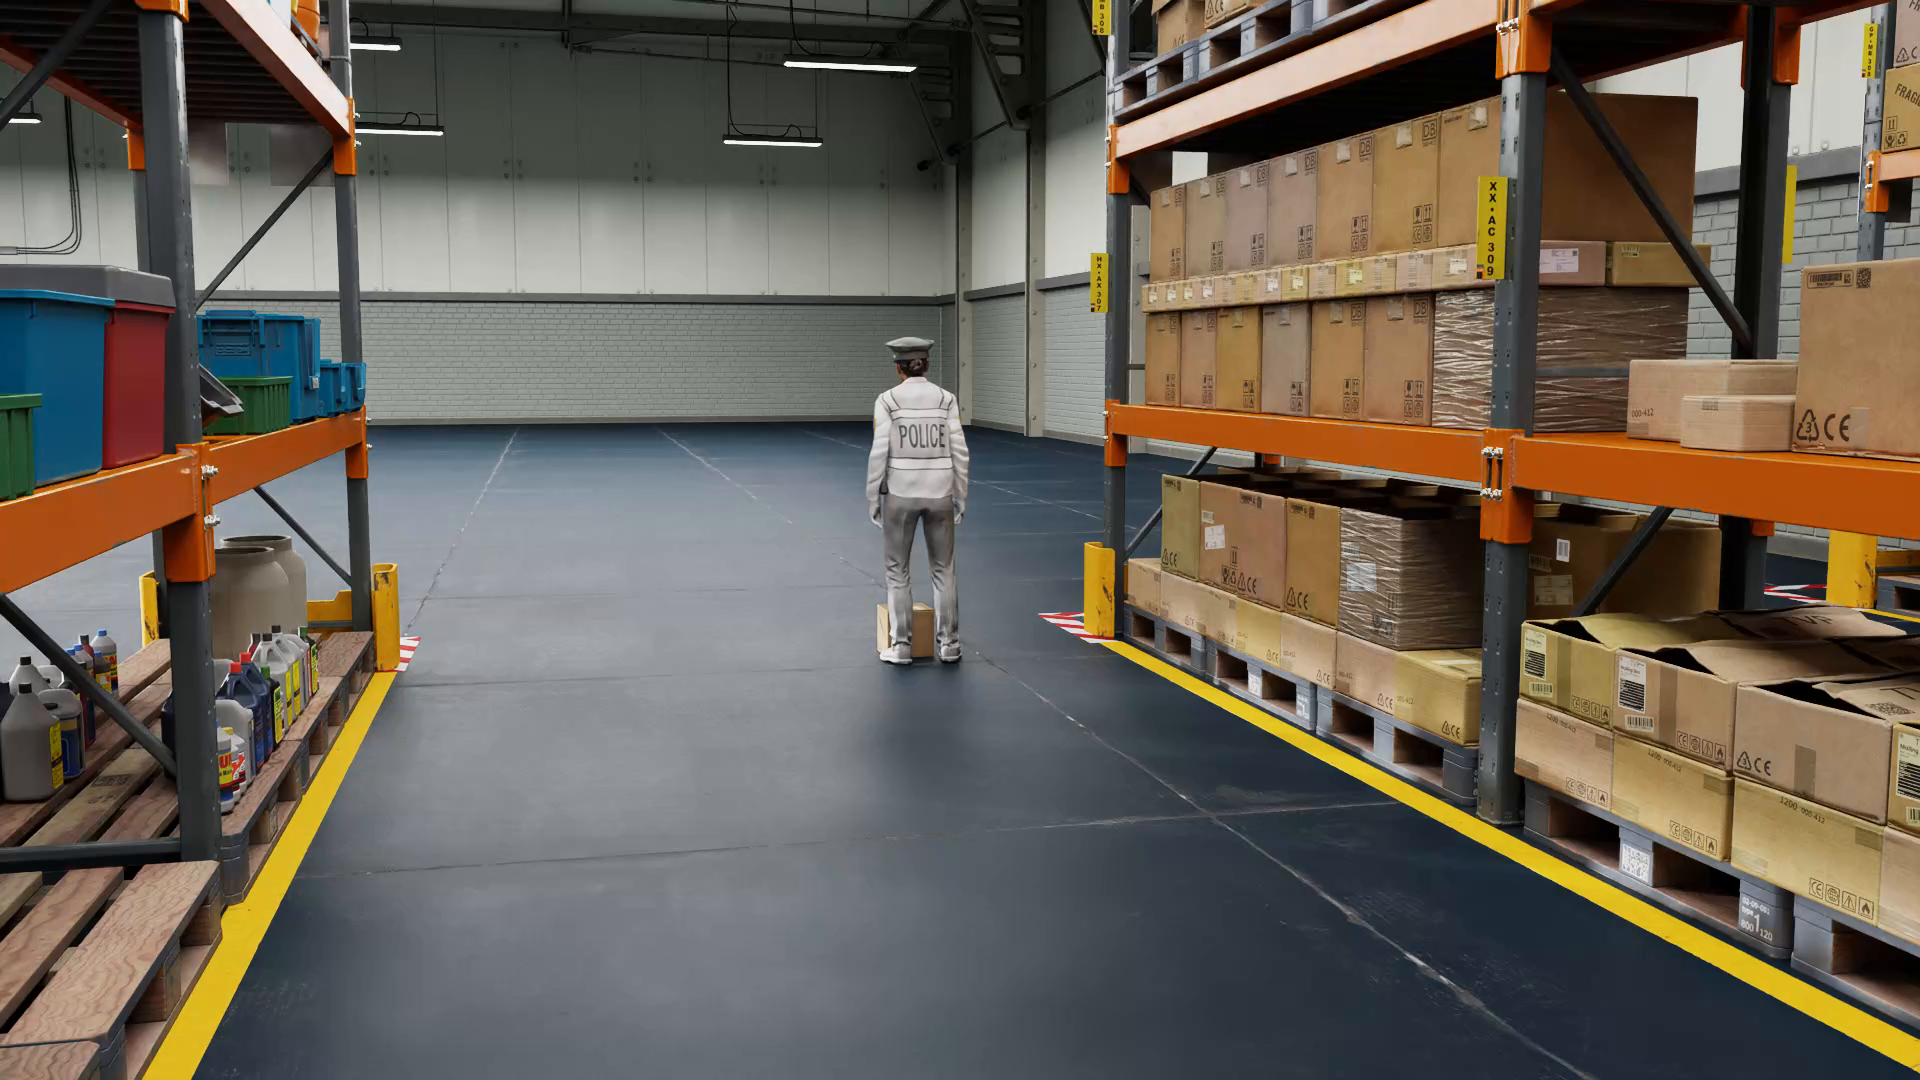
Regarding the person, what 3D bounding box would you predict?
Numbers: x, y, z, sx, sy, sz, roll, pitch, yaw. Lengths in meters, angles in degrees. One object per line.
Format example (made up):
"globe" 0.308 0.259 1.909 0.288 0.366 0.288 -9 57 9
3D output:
"person" -0.216 -0.199 8.488 0.526 1.662 0.375 -2 6 -14
